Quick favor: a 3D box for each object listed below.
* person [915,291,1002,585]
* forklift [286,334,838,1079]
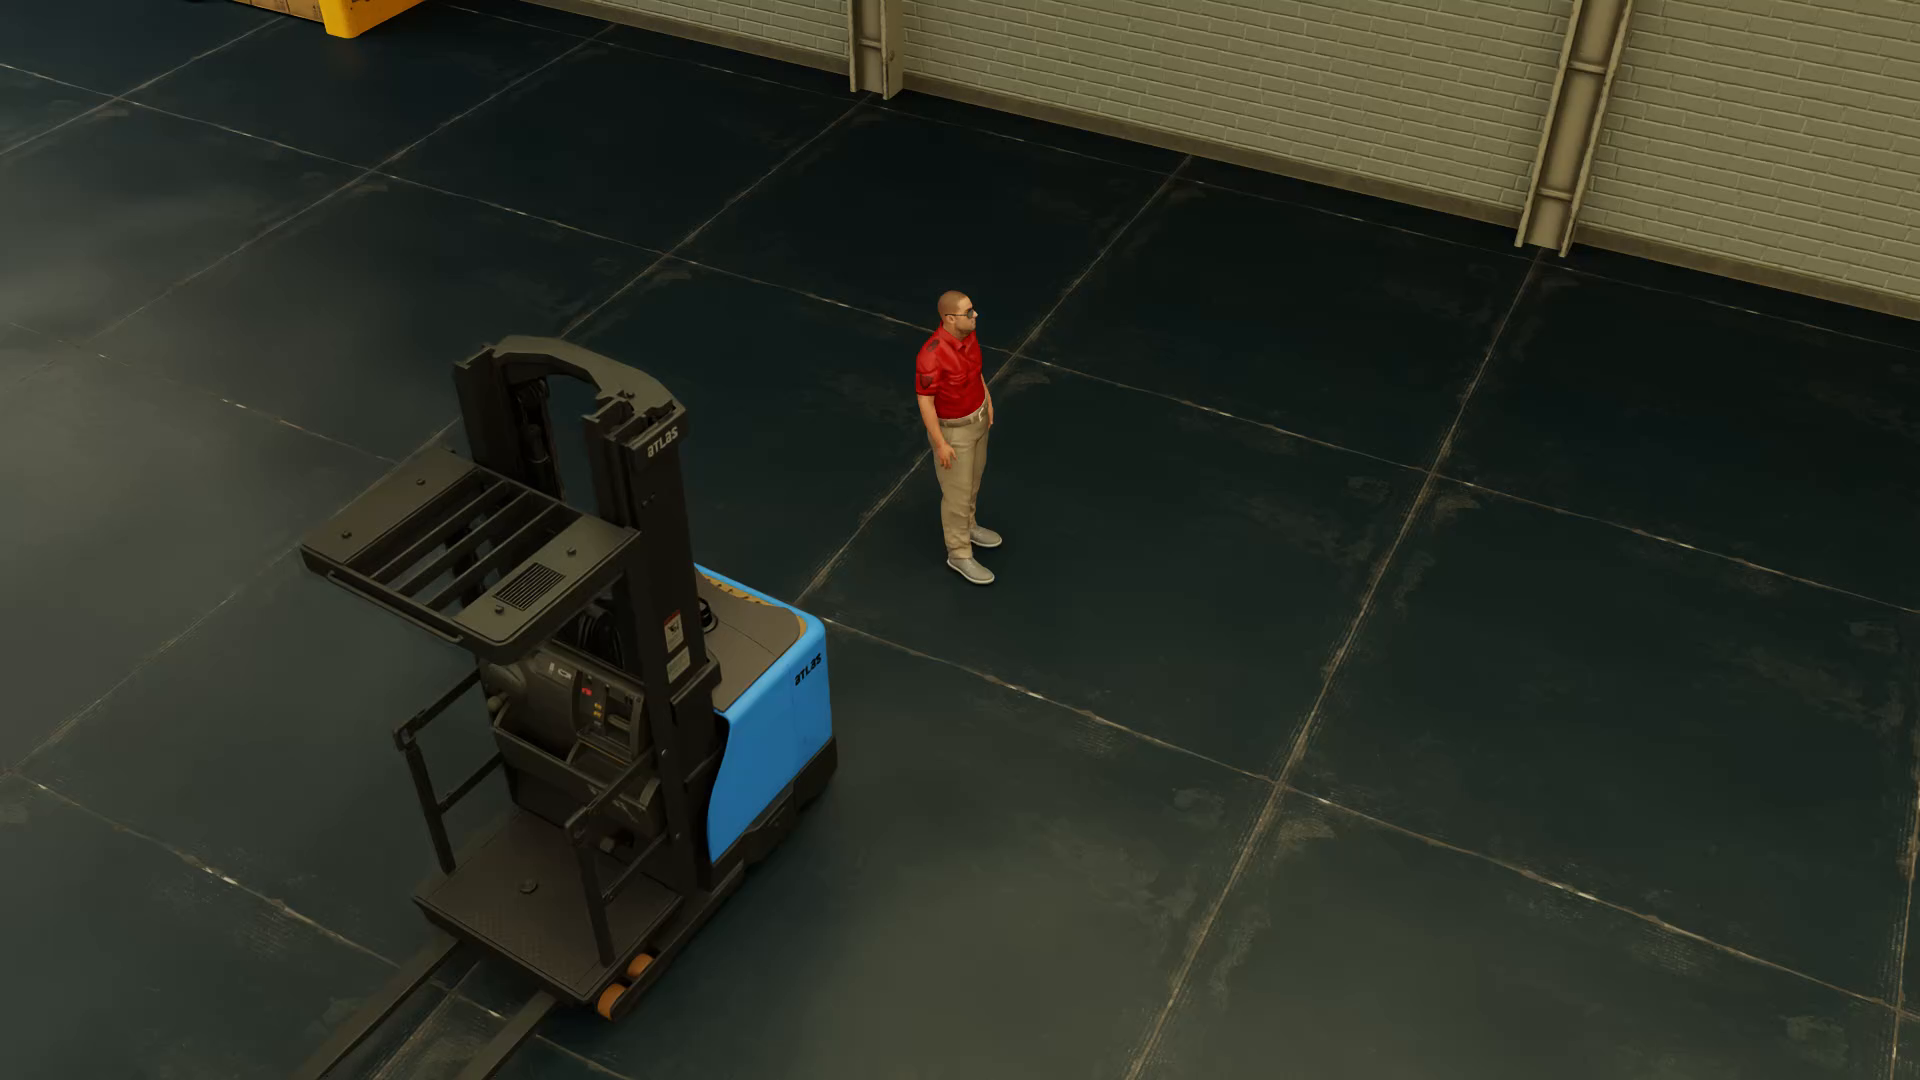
[{"bbox_3d":[0.074,-0.633,9.661,0.551,1.727,0.640,18,43,21],"label":"person"},{"bbox_3d":[-1.854,0.735,7.114,1.130,2.935,3.031,22,45,24],"label":"forklift"}]
